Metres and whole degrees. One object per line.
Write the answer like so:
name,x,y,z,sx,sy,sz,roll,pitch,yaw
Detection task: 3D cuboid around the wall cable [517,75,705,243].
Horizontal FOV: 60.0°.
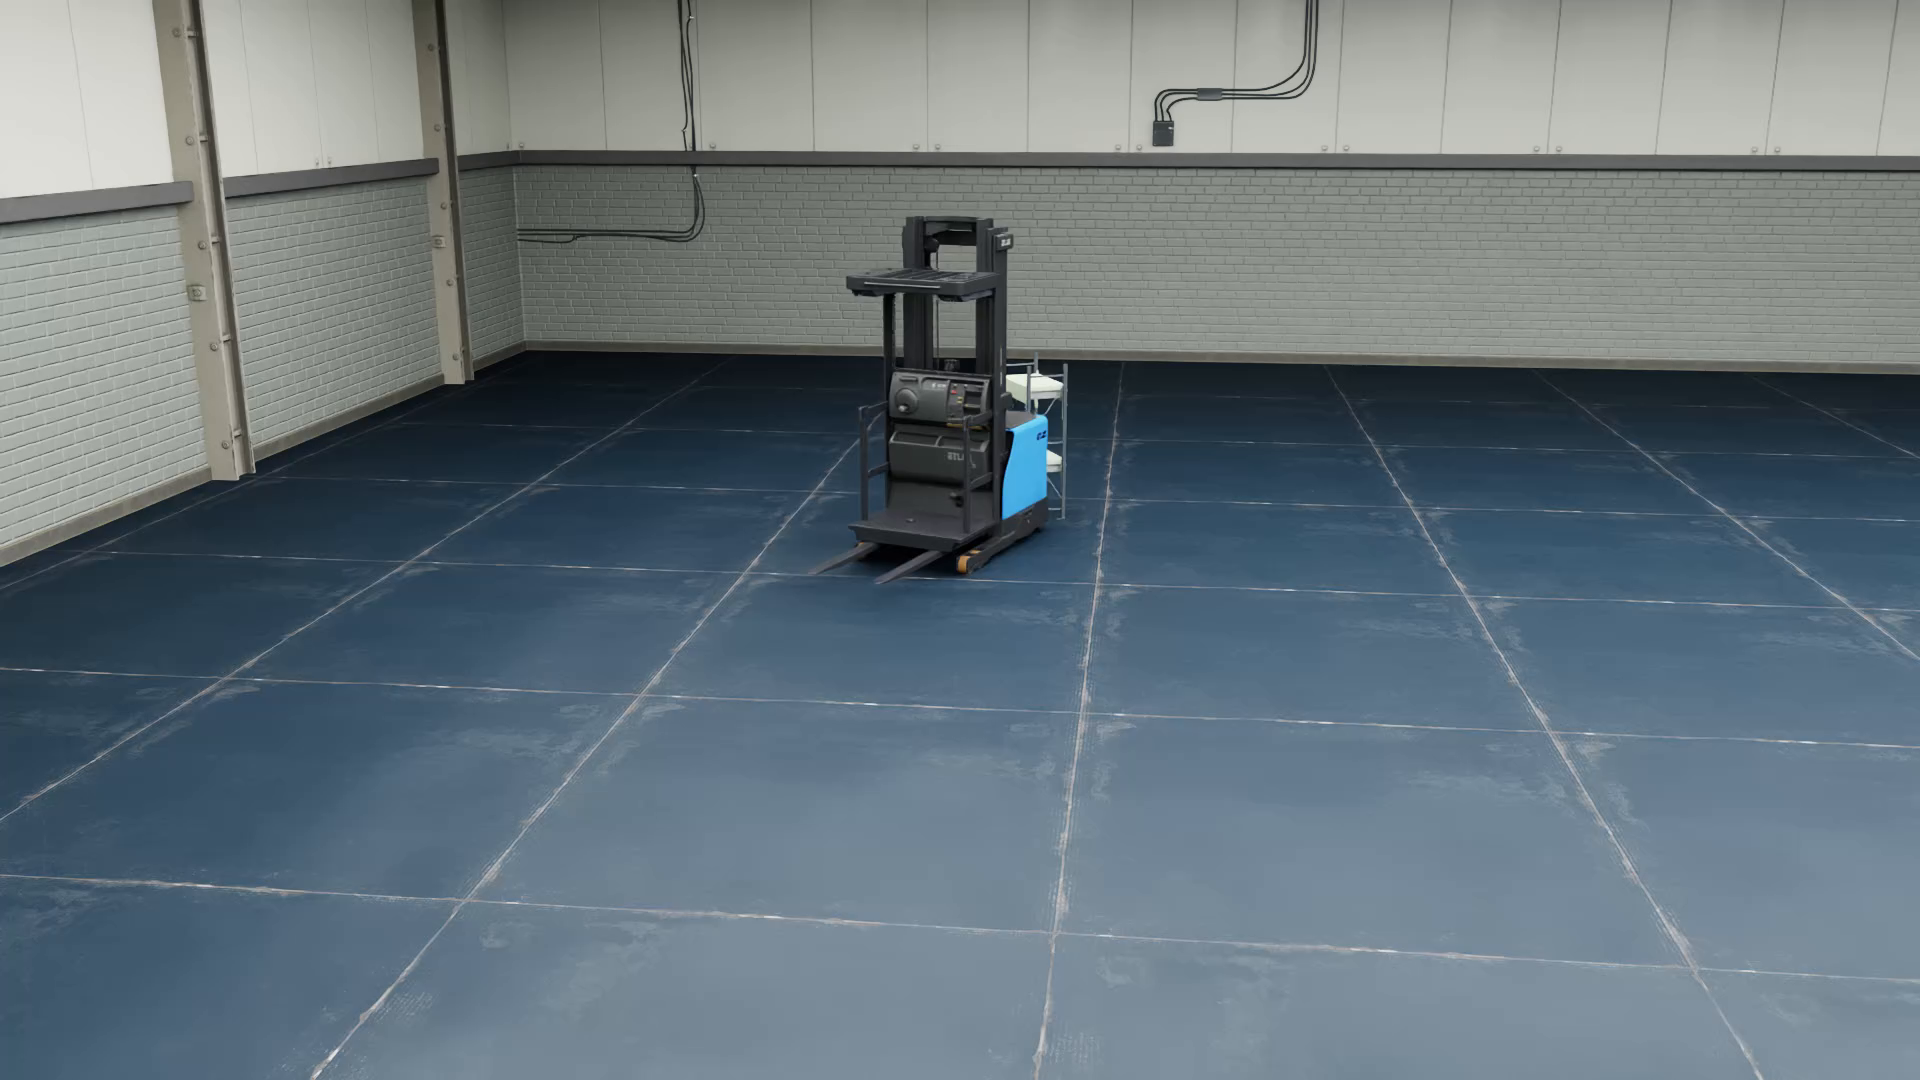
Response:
wall cable,-5.454,-5.811,25.451,3.097,2.526,0.112,2,15,6

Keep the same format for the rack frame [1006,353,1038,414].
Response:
rack frame,0.572,-1.093,16.420,0.400,1.500,0.023,-5,16,-19

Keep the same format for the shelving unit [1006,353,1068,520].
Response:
shelving unit,0.694,-1.003,16.087,0.431,1.500,0.755,-5,16,-19

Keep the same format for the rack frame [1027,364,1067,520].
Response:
rack frame,0.816,-0.913,15.754,0.400,1.500,0.023,-5,16,-19

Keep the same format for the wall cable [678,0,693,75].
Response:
wall cable,-2.766,-8.170,24.497,3.097,2.526,0.112,2,15,6

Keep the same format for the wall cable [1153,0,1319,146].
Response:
wall cable,3.977,-8.668,23.552,2.305,6.003,0.169,2,15,6

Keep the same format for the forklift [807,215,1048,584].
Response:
forklift,-0.273,-1.247,14.248,1.130,2.935,3.031,7,17,25

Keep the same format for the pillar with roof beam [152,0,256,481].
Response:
pillar with roof beam,-3.499,-4.902,16.140,9.100,9.000,0.400,2,15,6

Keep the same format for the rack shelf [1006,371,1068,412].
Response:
rack shelf,0.694,-1.380,15.985,0.431,0.370,0.720,-5,16,-19

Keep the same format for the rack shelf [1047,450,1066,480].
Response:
rack shelf,0.694,-0.689,16.172,0.431,0.370,0.720,-5,16,-19

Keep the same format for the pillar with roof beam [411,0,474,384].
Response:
pillar with roof beam,-2.822,-6.458,21.895,9.100,9.000,0.400,2,15,6
